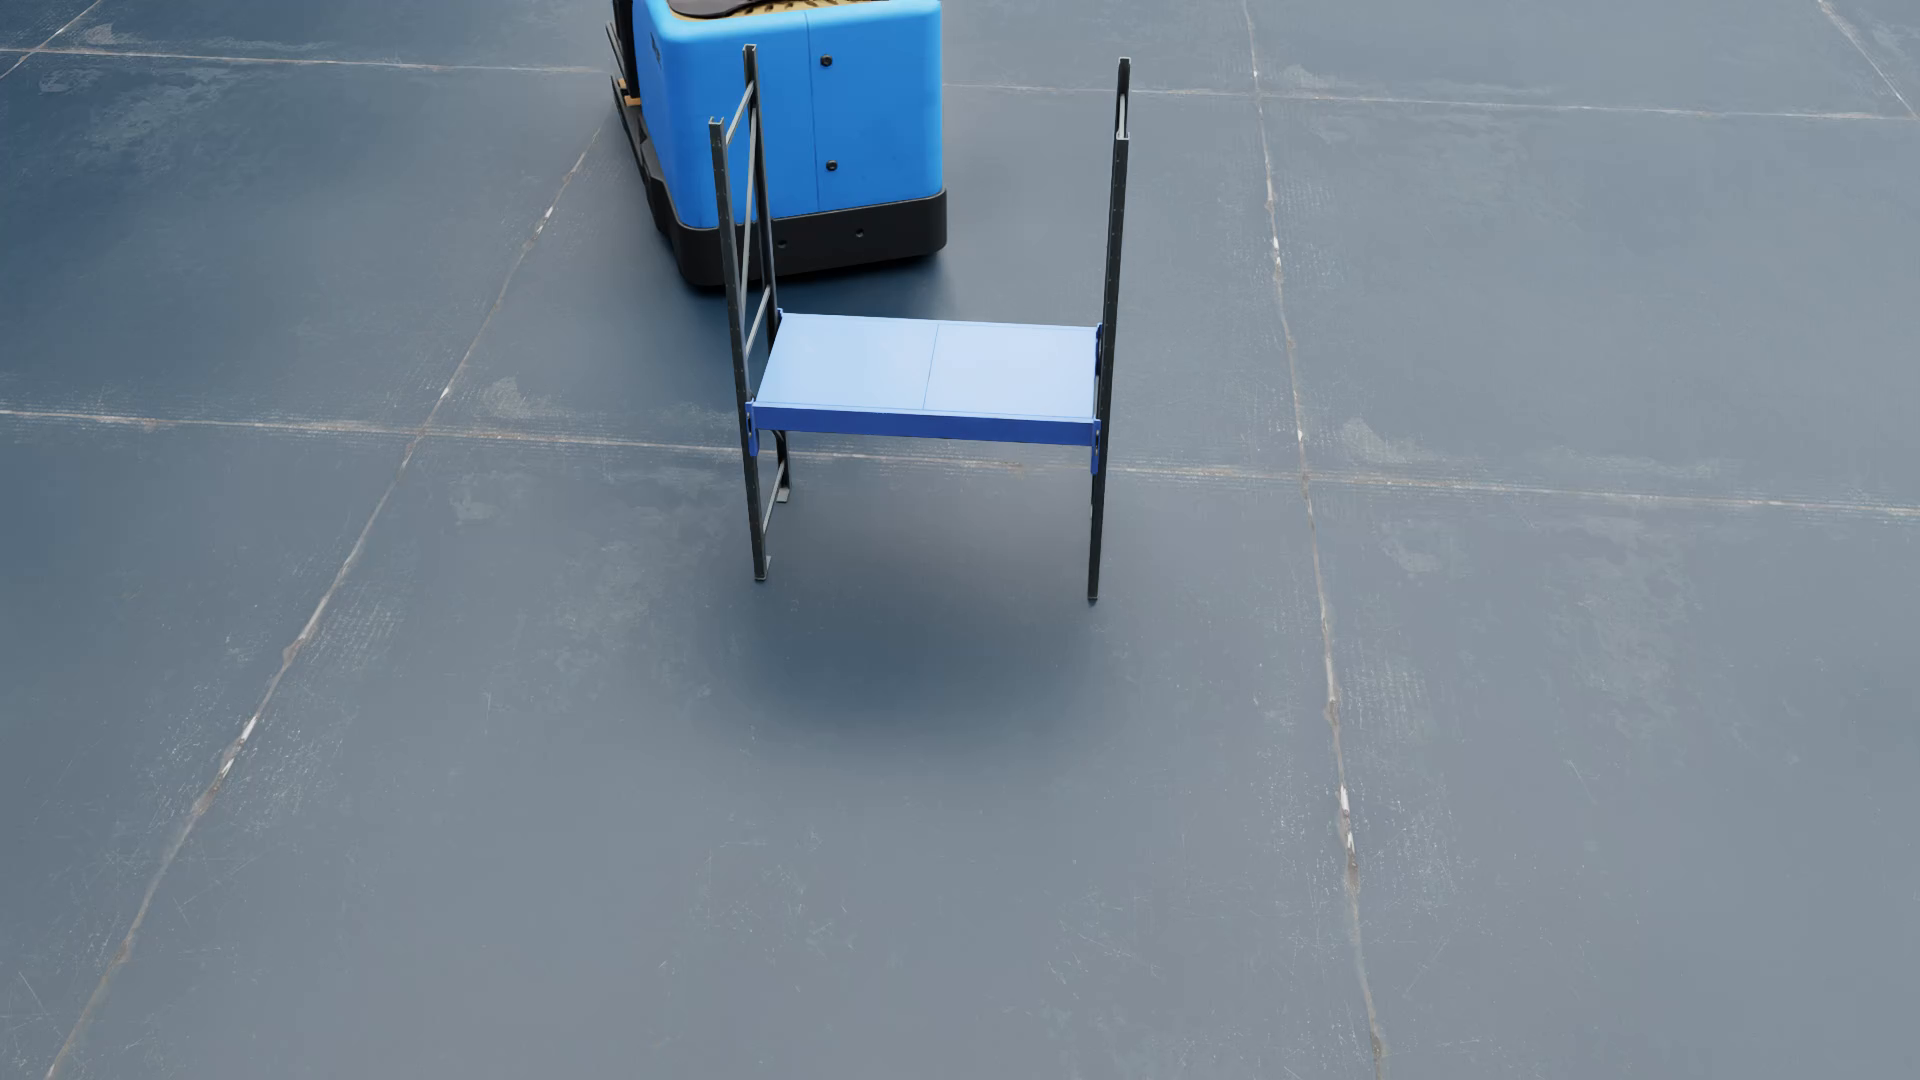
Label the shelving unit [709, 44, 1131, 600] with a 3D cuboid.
[{"bbox_3d":[-0.085,-0.586,4.782,1.048,1.500,0.538,3,39,4],"label":"shelving unit"}]

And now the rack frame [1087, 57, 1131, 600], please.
[{"bbox_3d":[0.421,-0.559,4.748,0.032,1.500,0.500,3,39,4],"label":"rack frame"}]

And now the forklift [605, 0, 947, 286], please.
[{"bbox_3d":[-0.964,-3.039,6.662,1.130,2.935,3.031,-11,40,-13],"label":"forklift"}]

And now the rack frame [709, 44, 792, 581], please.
[{"bbox_3d":[-0.591,-0.614,4.816,0.032,1.500,0.500,3,39,4],"label":"rack frame"}]

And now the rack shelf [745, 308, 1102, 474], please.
[{"bbox_3d":[-0.085,-0.447,4.896,1.000,0.185,0.538,3,39,4],"label":"rack shelf"}]
